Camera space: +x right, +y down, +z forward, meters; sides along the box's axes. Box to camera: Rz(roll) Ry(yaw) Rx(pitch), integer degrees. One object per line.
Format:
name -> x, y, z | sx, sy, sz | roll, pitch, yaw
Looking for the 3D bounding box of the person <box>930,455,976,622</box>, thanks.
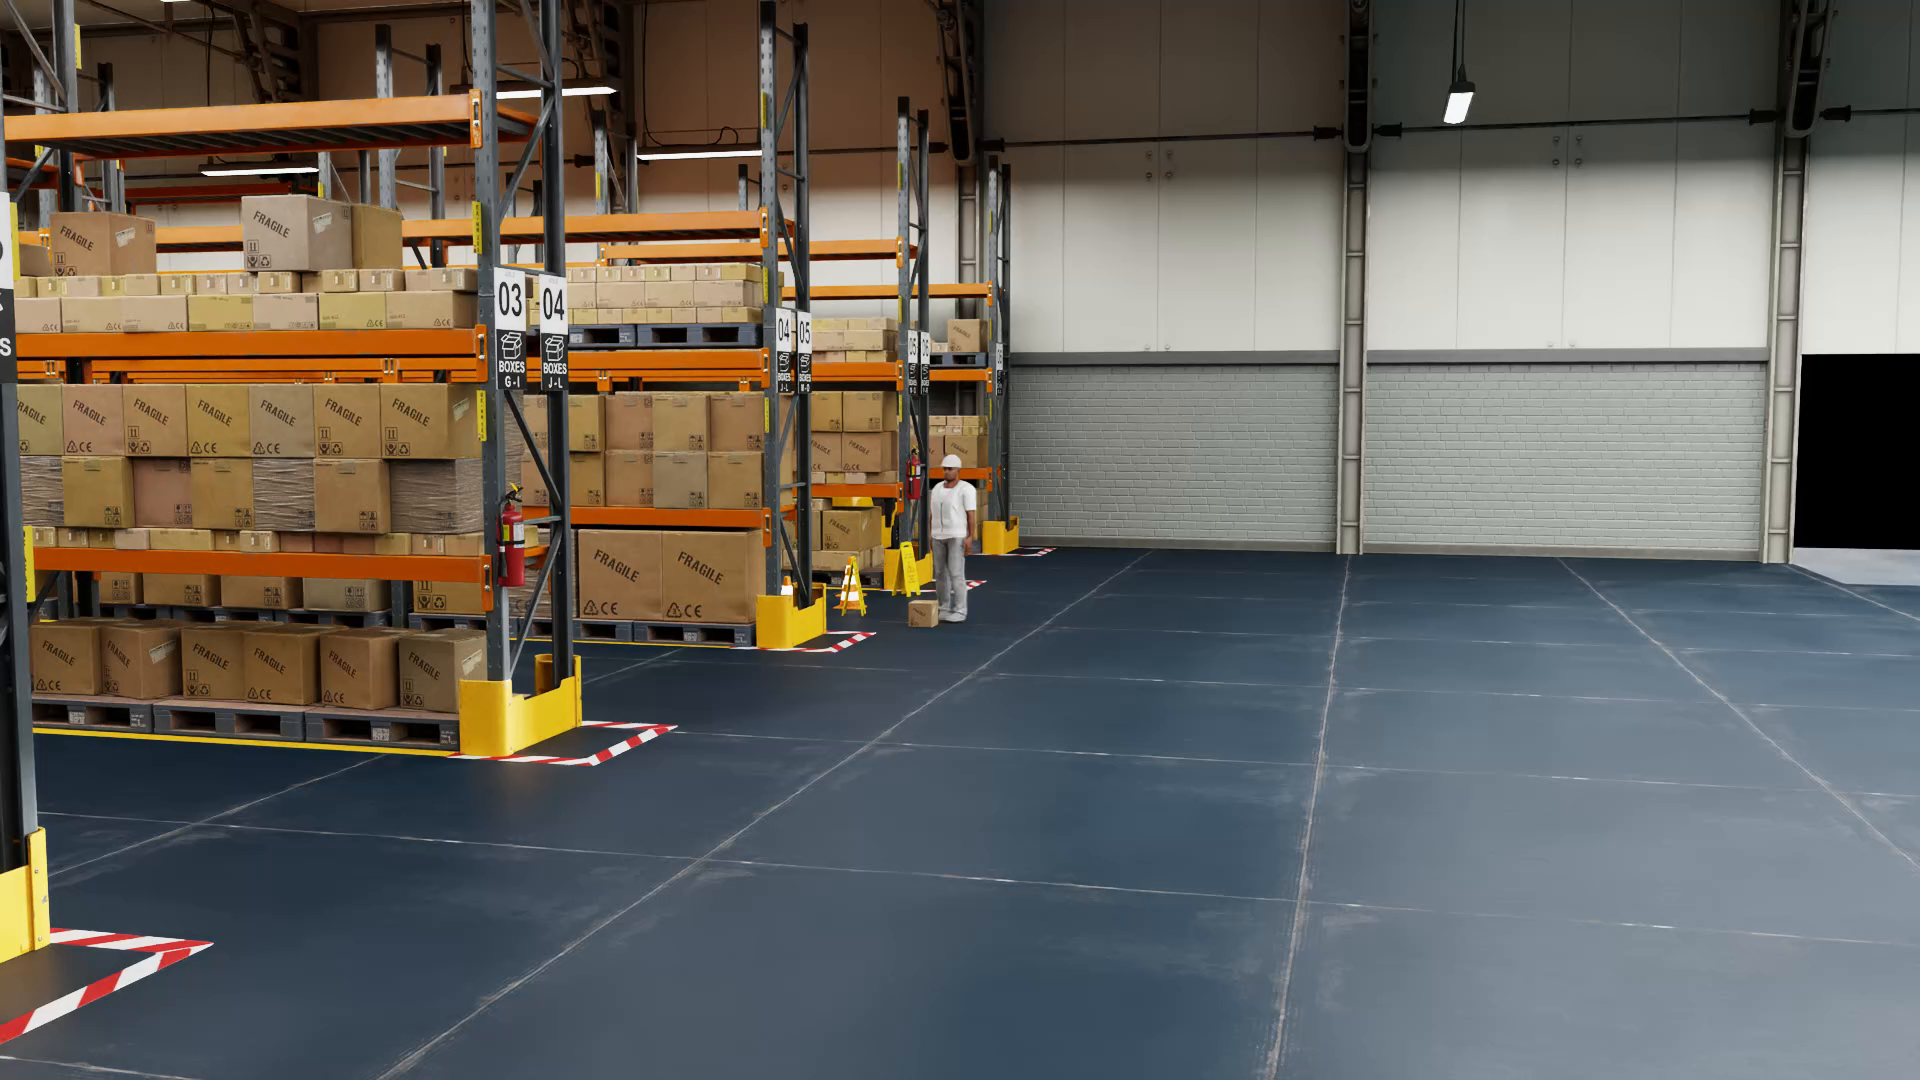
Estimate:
person -> -0.109, -0.013, 17.637 | 0.568, 1.777, 0.426 | 3, 6, 34
